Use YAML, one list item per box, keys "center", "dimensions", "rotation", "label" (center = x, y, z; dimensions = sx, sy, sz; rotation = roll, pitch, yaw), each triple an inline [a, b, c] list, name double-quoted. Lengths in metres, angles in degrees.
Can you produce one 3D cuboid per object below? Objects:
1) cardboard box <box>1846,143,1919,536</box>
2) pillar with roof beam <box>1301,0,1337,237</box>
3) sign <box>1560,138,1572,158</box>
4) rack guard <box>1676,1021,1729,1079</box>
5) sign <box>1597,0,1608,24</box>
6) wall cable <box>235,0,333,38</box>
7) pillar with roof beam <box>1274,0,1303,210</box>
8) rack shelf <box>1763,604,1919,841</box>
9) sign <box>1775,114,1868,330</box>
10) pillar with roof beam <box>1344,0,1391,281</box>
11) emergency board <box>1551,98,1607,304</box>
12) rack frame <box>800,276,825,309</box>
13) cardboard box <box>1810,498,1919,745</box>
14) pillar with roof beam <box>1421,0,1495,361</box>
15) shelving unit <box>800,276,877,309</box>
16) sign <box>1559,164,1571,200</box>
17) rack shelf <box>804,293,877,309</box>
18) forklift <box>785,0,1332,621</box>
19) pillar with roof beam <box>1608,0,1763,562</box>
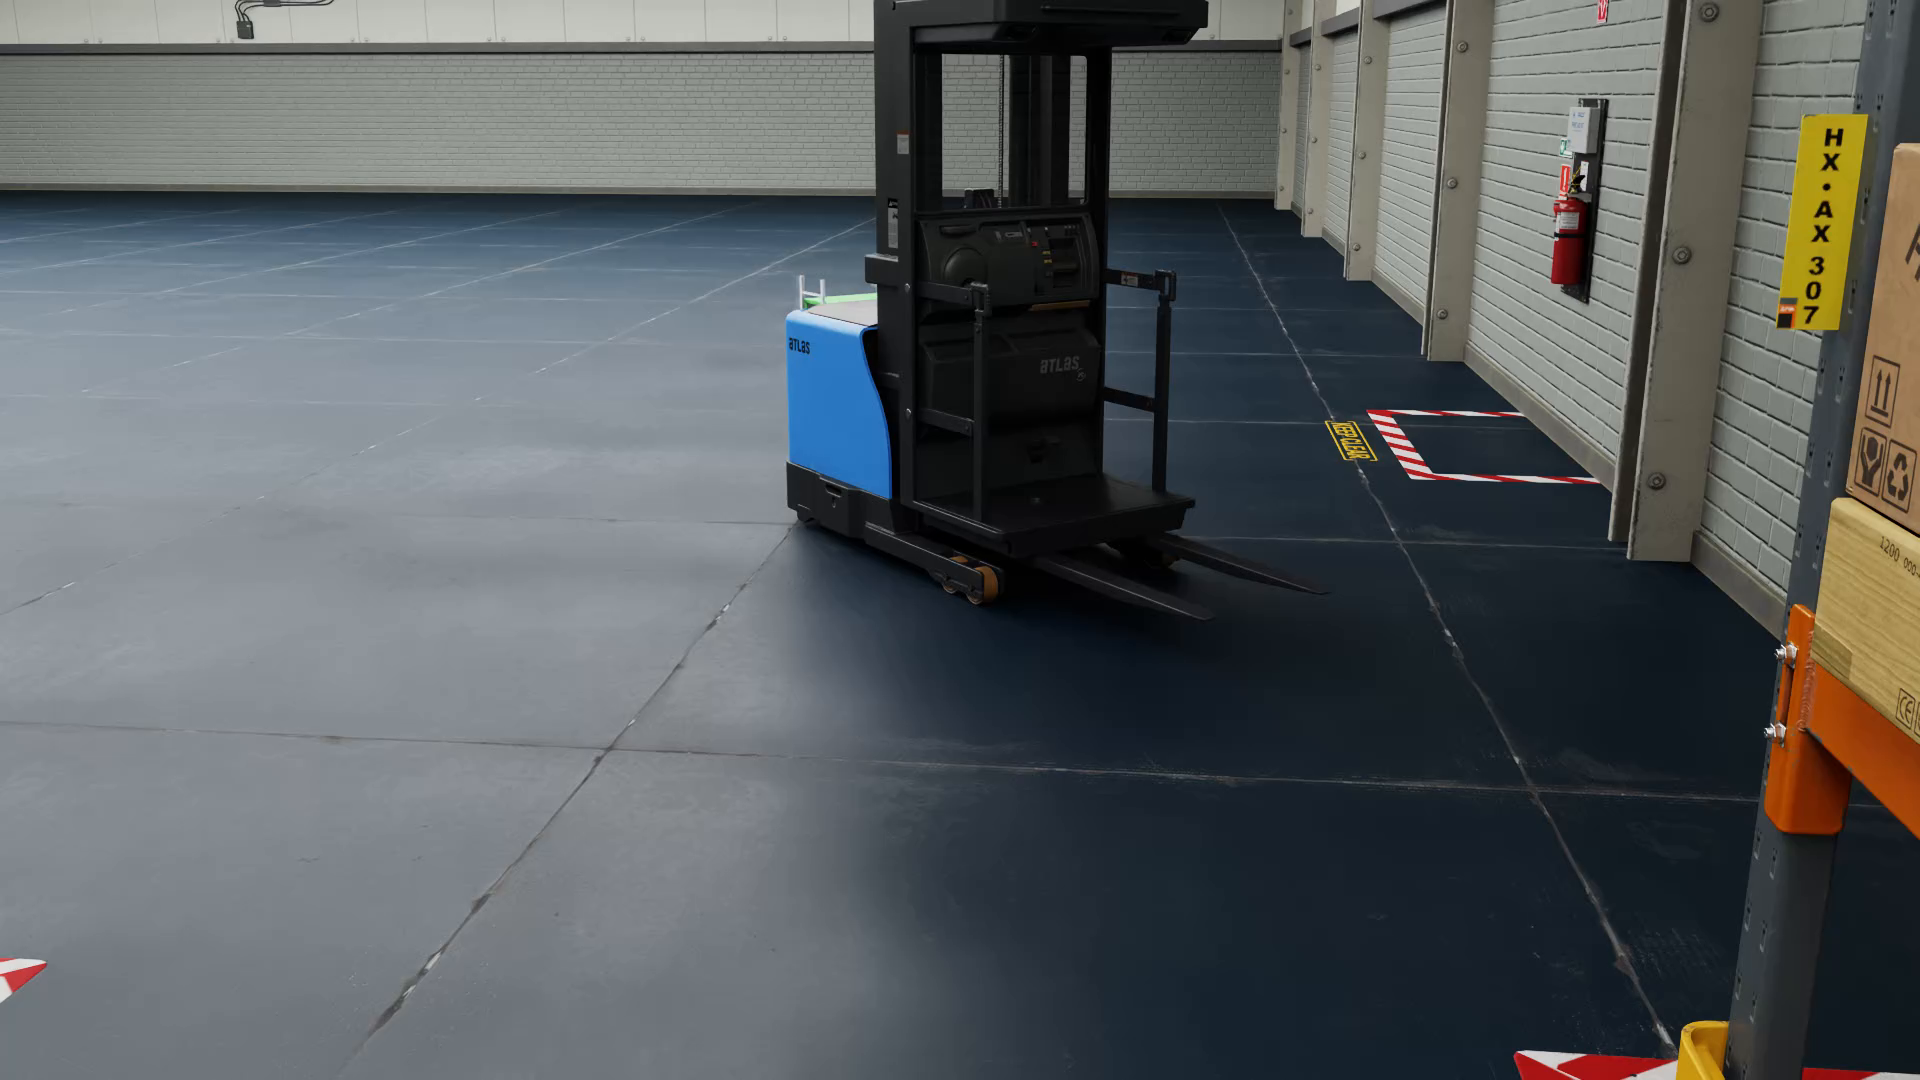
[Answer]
- center: [1.513, -0.236, 2.102]
  dimensions: [0.500, 0.500, 0.500]
  rotation: [2, 15, 6]
  label: "cardboard box"
- center: [1.076, -9.092, 24.548]
  dimensions: [9.100, 9.000, 0.400]
  rotation: [2, 15, 6]
  label: "pillar with roof beam"
- center: [3.795, -2.454, 10.406]
  dimensions: [0.001, 0.109, 0.331]
  rotation: [2, 15, 6]
  label: "sign"
- center: [1.857, 1.174, 2.862]
  dimensions: [1.175, 0.500, 0.348]
  rotation: [2, 15, 6]
  label: "rack guard"
- center: [3.739, -3.159, 9.658]
  dimensions: [0.001, 0.298, 0.199]
  rotation: [2, 15, 6]
  label: "sign"
- center: [-14.191, -13.533, 34.454]
  dimensions: [2.305, 6.003, 0.169]
  rotation: [2, 15, 6]
  label: "wall cable"
- center: [1.753, -10.649, 30.303]
  dimensions: [9.100, 9.000, 0.400]
  rotation: [2, 15, 6]
  label: "pillar with roof beam"
- center: [1.639, 0.814, 0.784]
  dimensions: [1.077, 0.370, 4.000]
  rotation: [2, 15, 6]
  label: "rack shelf"
- center: [1.326, -0.486, 2.554]
  dimensions: [0.100, 0.325, 0.005]
  rotation: [2, 15, 6]
  label: "sign"
- center: [0.399, -7.536, 18.793]
  dimensions: [9.100, 9.000, 0.400]
  rotation: [2, 15, 6]
  label: "pillar with roof beam"
- center: [3.639, -2.041, 9.964]
  dimensions: [0.194, 1.169, 0.643]
  rotation: [2, 15, 6]
  label: "emergency board"
- center: [-0.761, -0.770, 8.710]
  dimensions: [0.015, 1.200, 0.240]
  rotation: [-10, 18, -33]
  label: "rack frame"
- center: [1.495, 0.128, 2.192]
  dimensions: [0.500, 0.250, 0.500]
  rotation: [1, 15, 5]
  label: "cardboard box"
- center: [-0.278, -5.980, 13.038]
  dimensions: [9.100, 9.000, 0.400]
  rotation: [2, 15, 6]
  label: "pillar with roof beam"
- center: [-0.560, -0.805, 8.842]
  dimensions: [0.503, 1.200, 0.258]
  rotation: [-10, 18, -33]
  label: "shelving unit"
- center: [3.804, -2.199, 10.478]
  dimensions: [0.001, 0.329, 0.234]
  rotation: [2, 15, 6]
  label: "sign"
- center: [-0.560, -1.207, 8.734]
  dimensions: [0.480, 0.148, 0.258]
  rotation: [-10, 18, -33]
  label: "rack shelf"
- center: [0.351, -1.278, 7.274]
  dimensions: [1.130, 2.935, 3.031]
  rotation: [-10, 18, -32]
  label: "forklift"
- center: [-0.955, -4.424, 7.283]
  dimensions: [9.100, 9.000, 0.400]
  rotation: [2, 15, 6]
  label: "pillar with roof beam"
